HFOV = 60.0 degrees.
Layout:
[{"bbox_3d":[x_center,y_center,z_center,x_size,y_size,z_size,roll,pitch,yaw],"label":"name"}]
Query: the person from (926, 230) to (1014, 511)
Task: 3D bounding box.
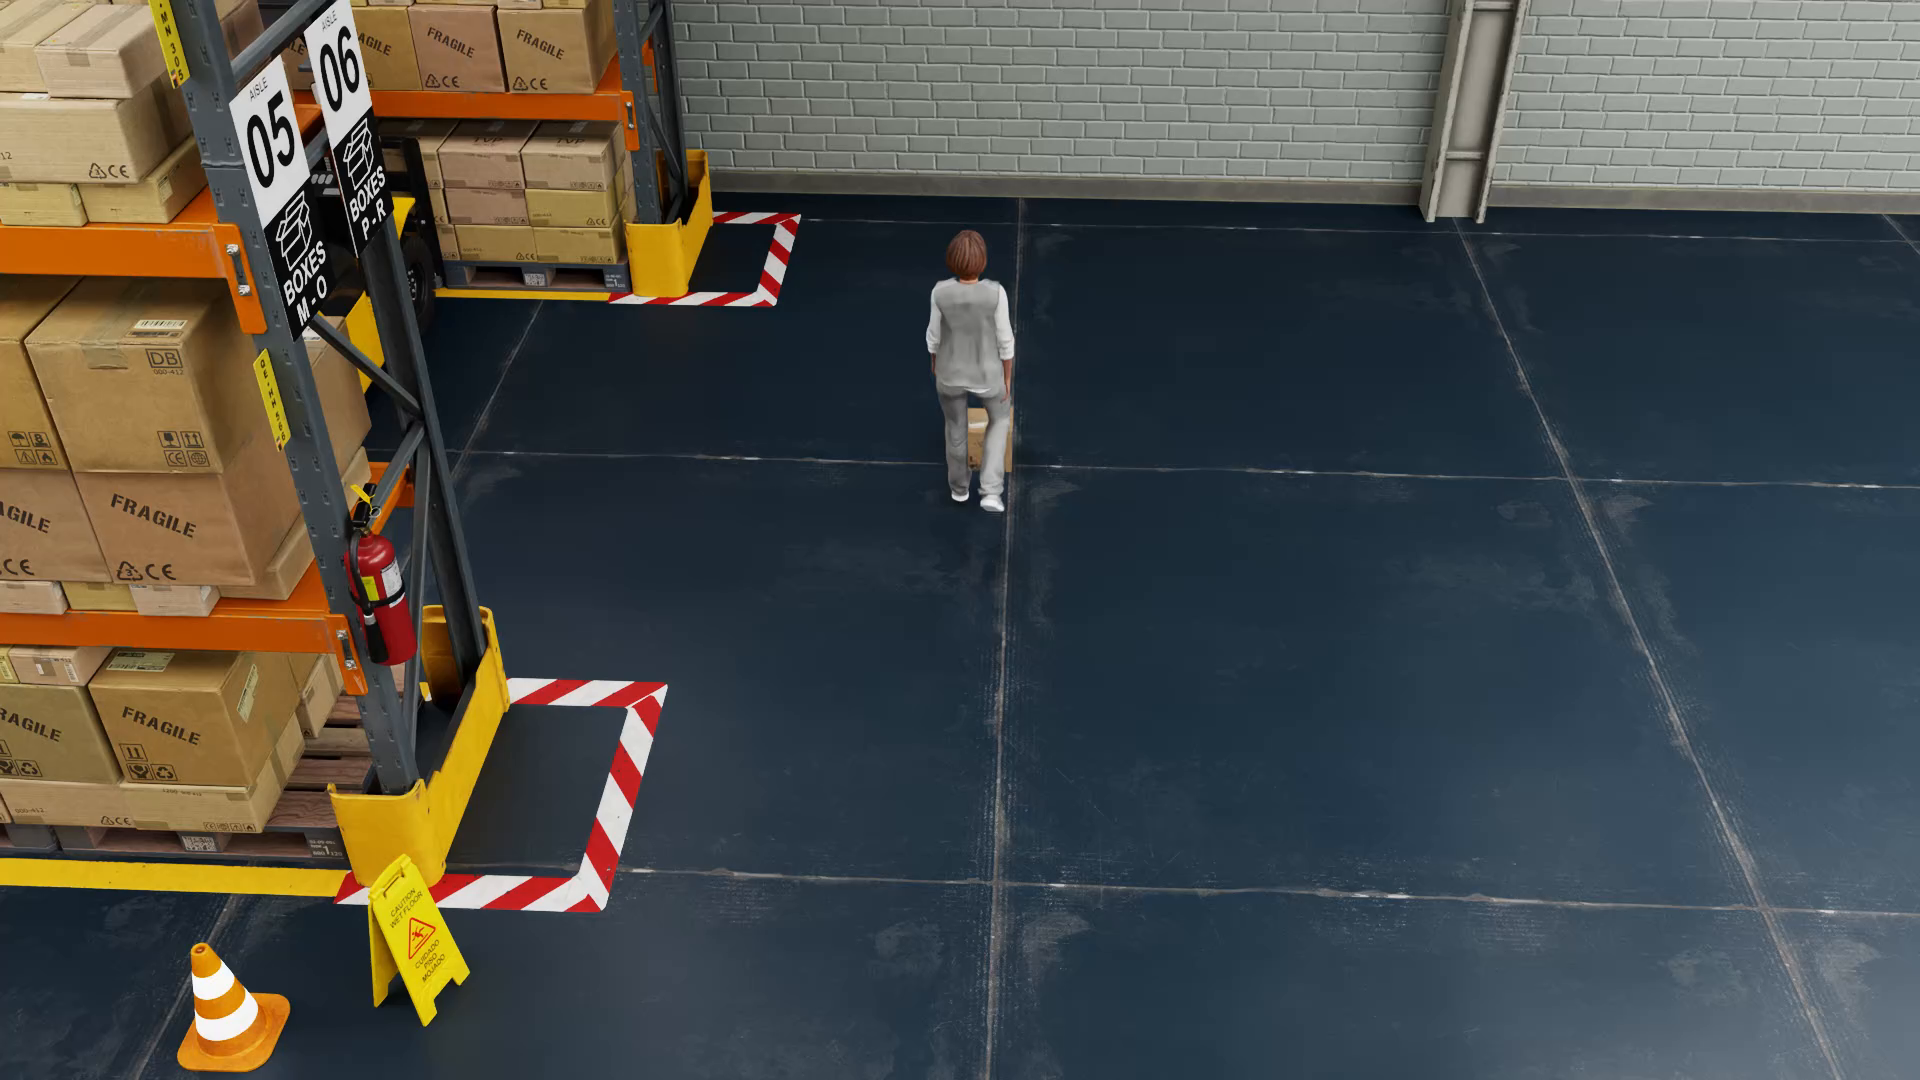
[{"bbox_3d":[0.053,-0.830,8.226,0.435,1.590,0.536,3,36,4],"label":"person"}]
